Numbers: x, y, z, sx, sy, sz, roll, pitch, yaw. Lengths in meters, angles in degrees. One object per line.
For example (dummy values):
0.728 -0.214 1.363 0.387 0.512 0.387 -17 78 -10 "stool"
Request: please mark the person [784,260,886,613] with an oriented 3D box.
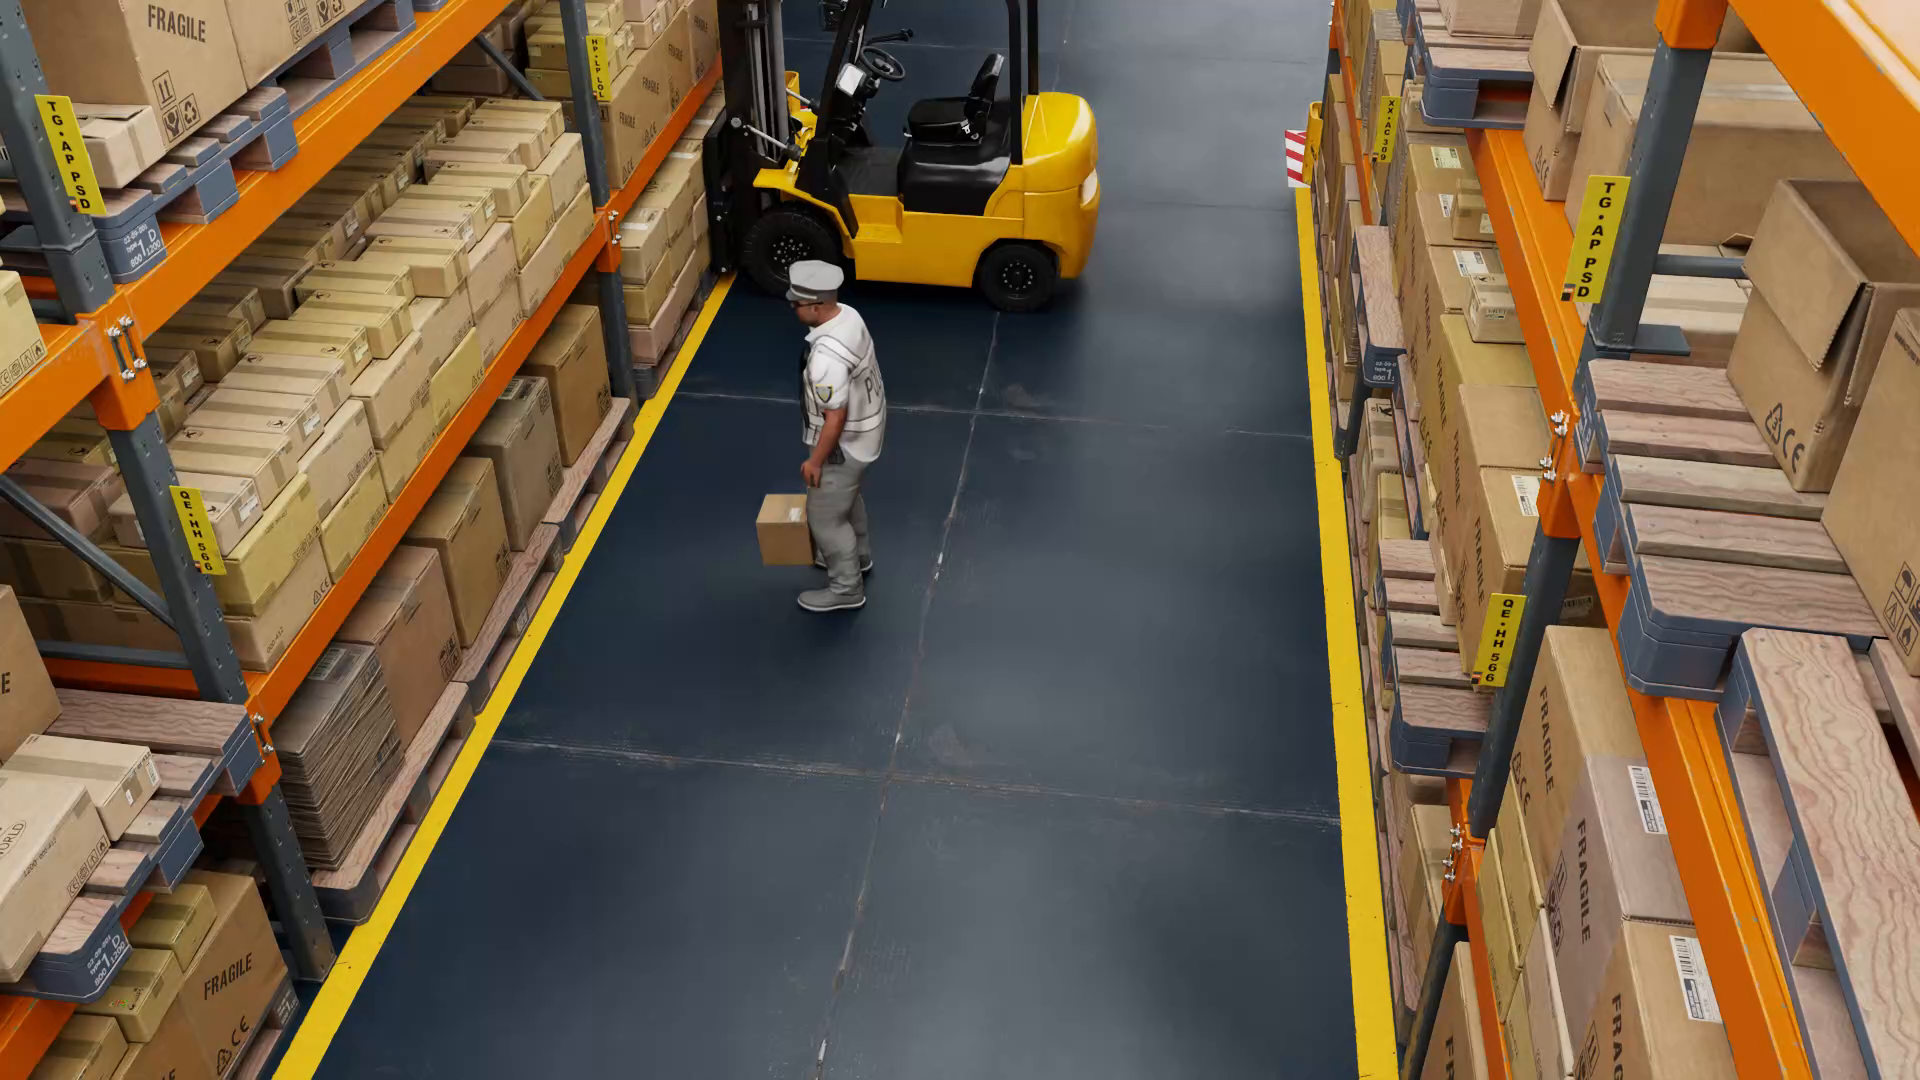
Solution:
-0.560 -0.468 7.679 0.434 1.749 0.574 3 36 4 "person"
